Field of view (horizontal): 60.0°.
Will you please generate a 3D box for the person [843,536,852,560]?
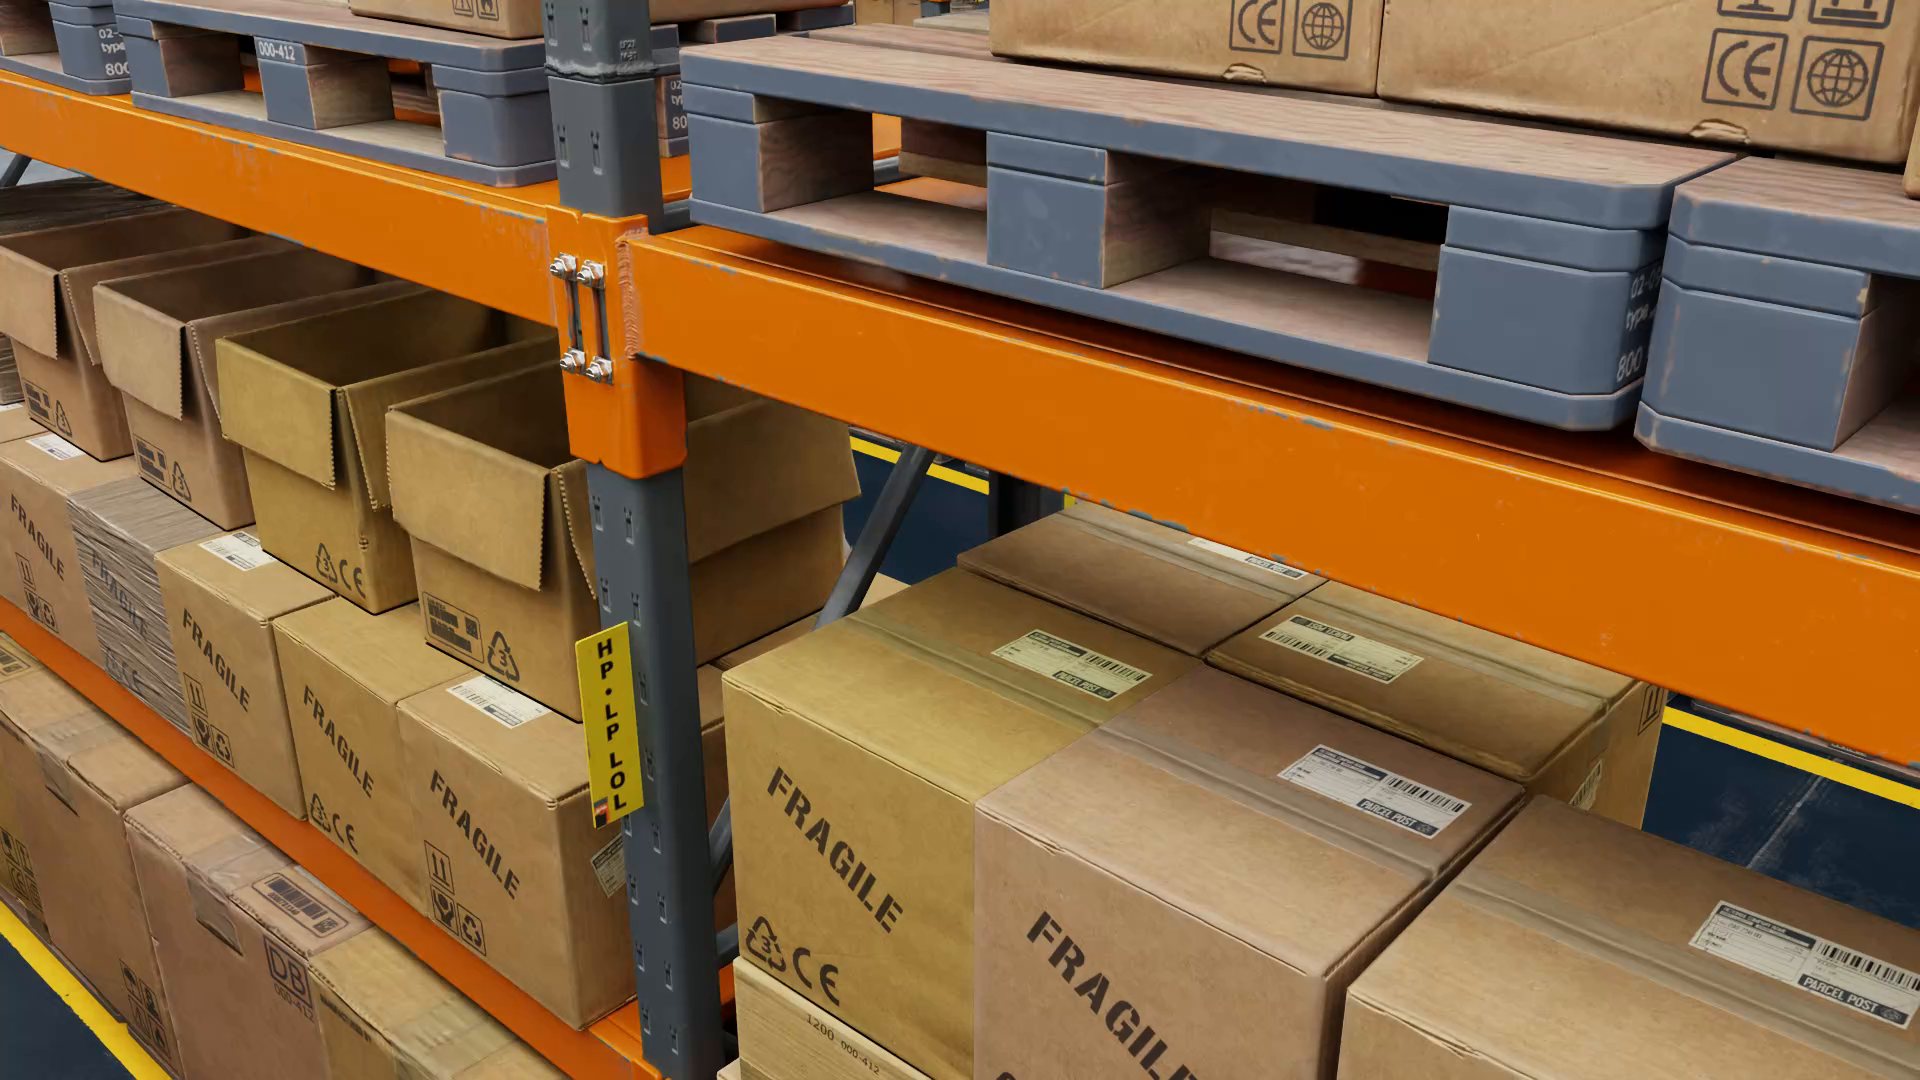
[{"bbox_3d":[-0.764,0.207,6.469,0.576,1.074,0.839,20,31,38],"label":"person"}]
